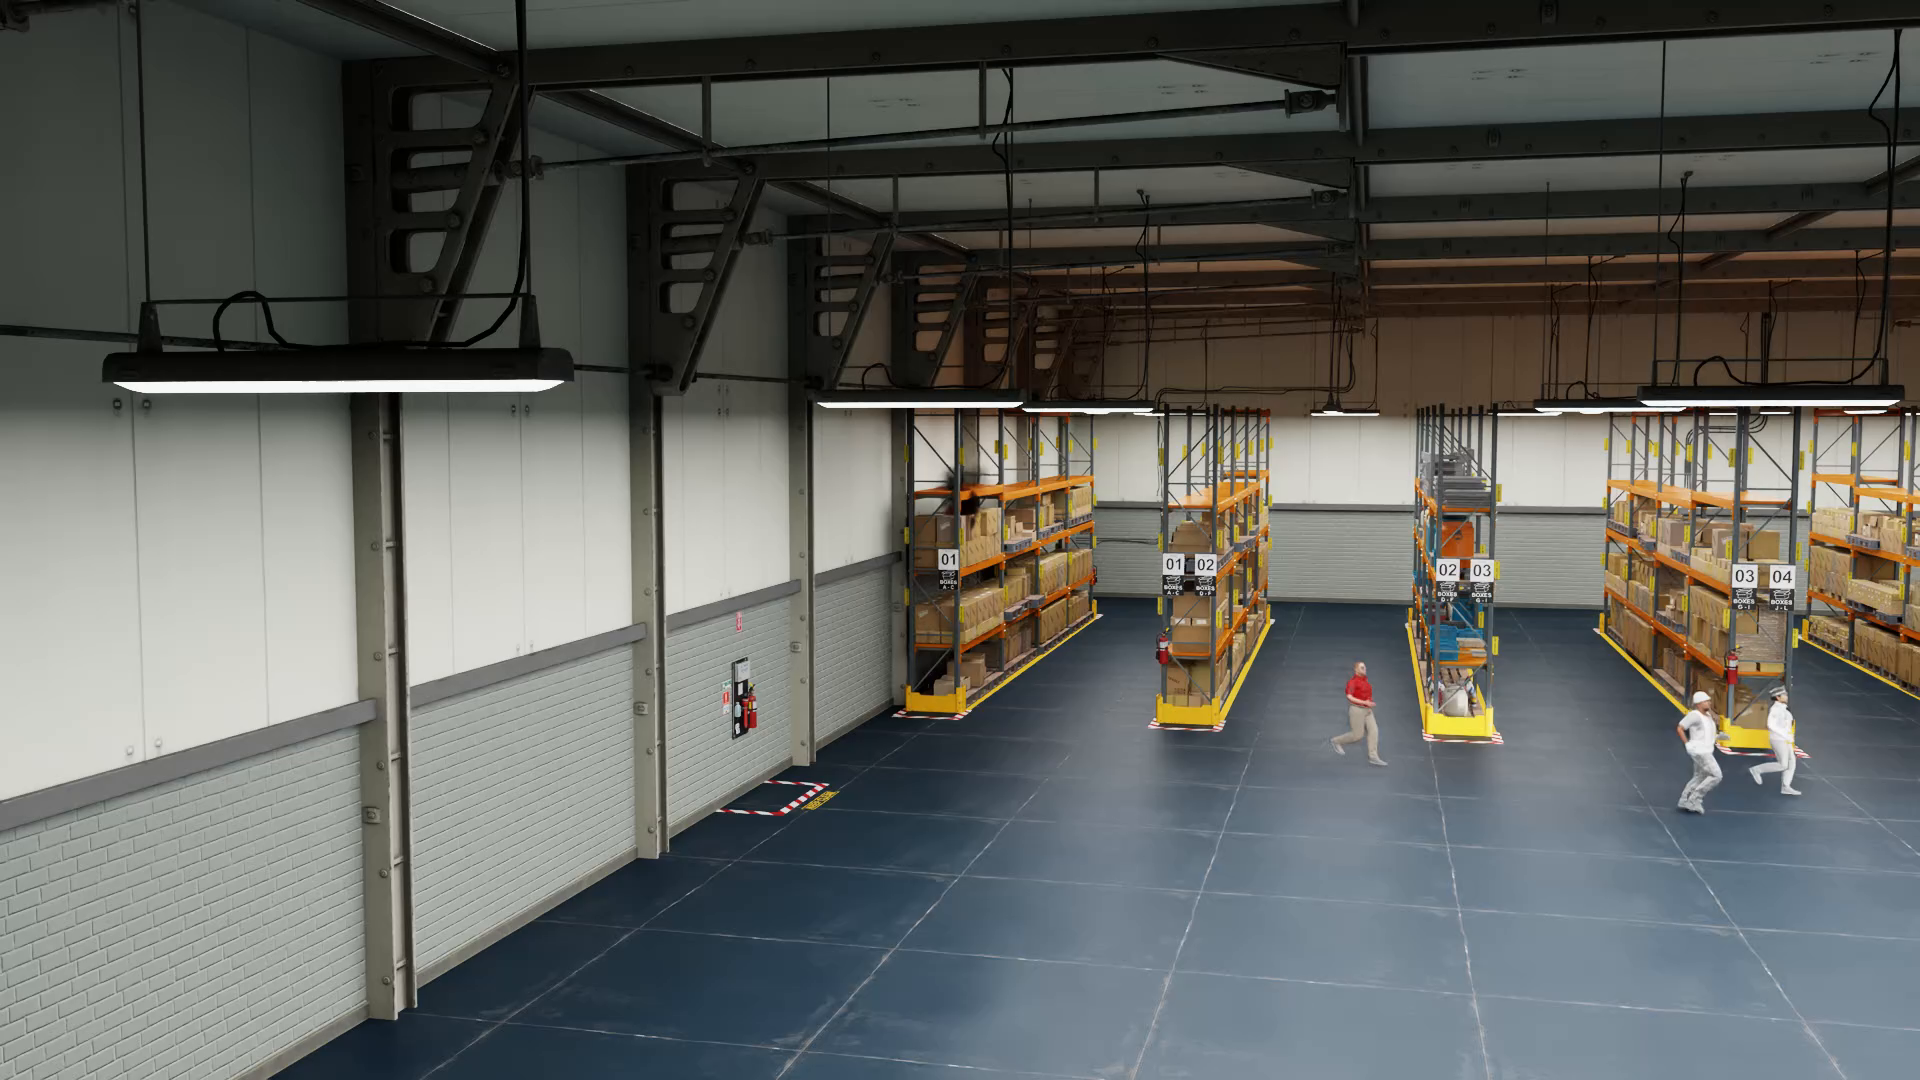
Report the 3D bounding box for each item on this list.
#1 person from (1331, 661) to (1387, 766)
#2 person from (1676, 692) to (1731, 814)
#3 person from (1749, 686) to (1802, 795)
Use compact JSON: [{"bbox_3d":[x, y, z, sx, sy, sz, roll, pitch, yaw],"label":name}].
[{"bbox_3d":[6.653,2.866,27.623,0.965,1.708,0.677,4,6,41],"label":"person"},{"bbox_3d":[10.769,3.080,24.063,0.683,1.764,0.662,3,5,36],"label":"person"},{"bbox_3d":[12.476,3.038,25.382,0.729,1.659,0.631,3,5,35],"label":"person"}]
